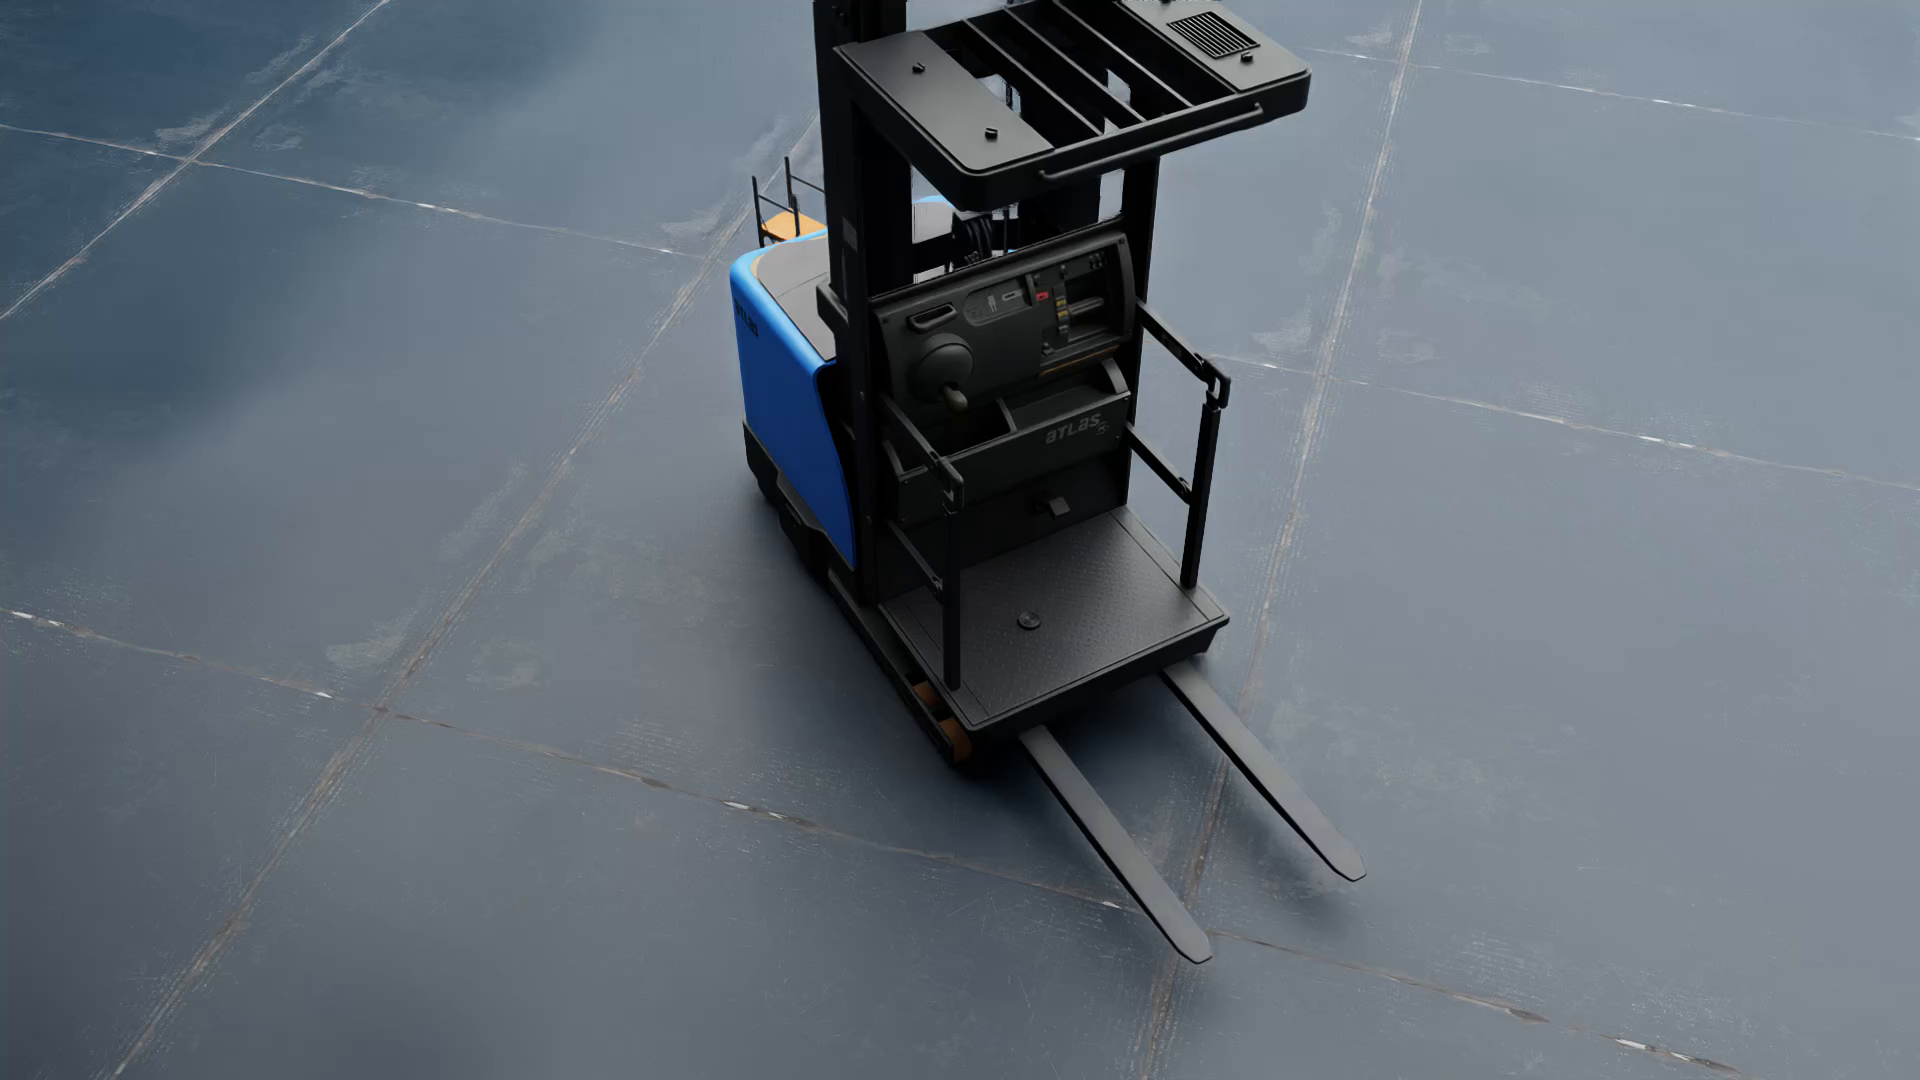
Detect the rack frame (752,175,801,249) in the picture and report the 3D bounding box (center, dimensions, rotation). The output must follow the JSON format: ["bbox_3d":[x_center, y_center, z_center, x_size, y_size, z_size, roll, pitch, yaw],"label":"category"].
[{"bbox_3d":[-0.713,-0.943,6.855,0.240,1.200,0.006,30,52,27],"label":"rack frame"}]

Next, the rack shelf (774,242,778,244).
[{"bbox_3d":[-0.657,-1.132,6.767,0.258,0.103,0.180,30,52,27],"label":"rack shelf"}]

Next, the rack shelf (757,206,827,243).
[{"bbox_3d":[-0.658,-1.217,6.683,0.258,0.103,0.180,30,52,27],"label":"rack shelf"}]

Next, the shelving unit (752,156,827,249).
[{"bbox_3d":[-0.655,-0.993,6.905,0.258,1.200,0.189,30,52,27],"label":"shelving unit"}]

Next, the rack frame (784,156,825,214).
[{"bbox_3d":[-0.597,-1.043,6.954,0.240,1.200,0.006,30,52,27],"label":"rack frame"}]

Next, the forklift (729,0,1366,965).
[{"bbox_3d":[0.271,-0.622,5.290,1.130,2.935,3.031,-22,48,-21],"label":"forklift"}]
